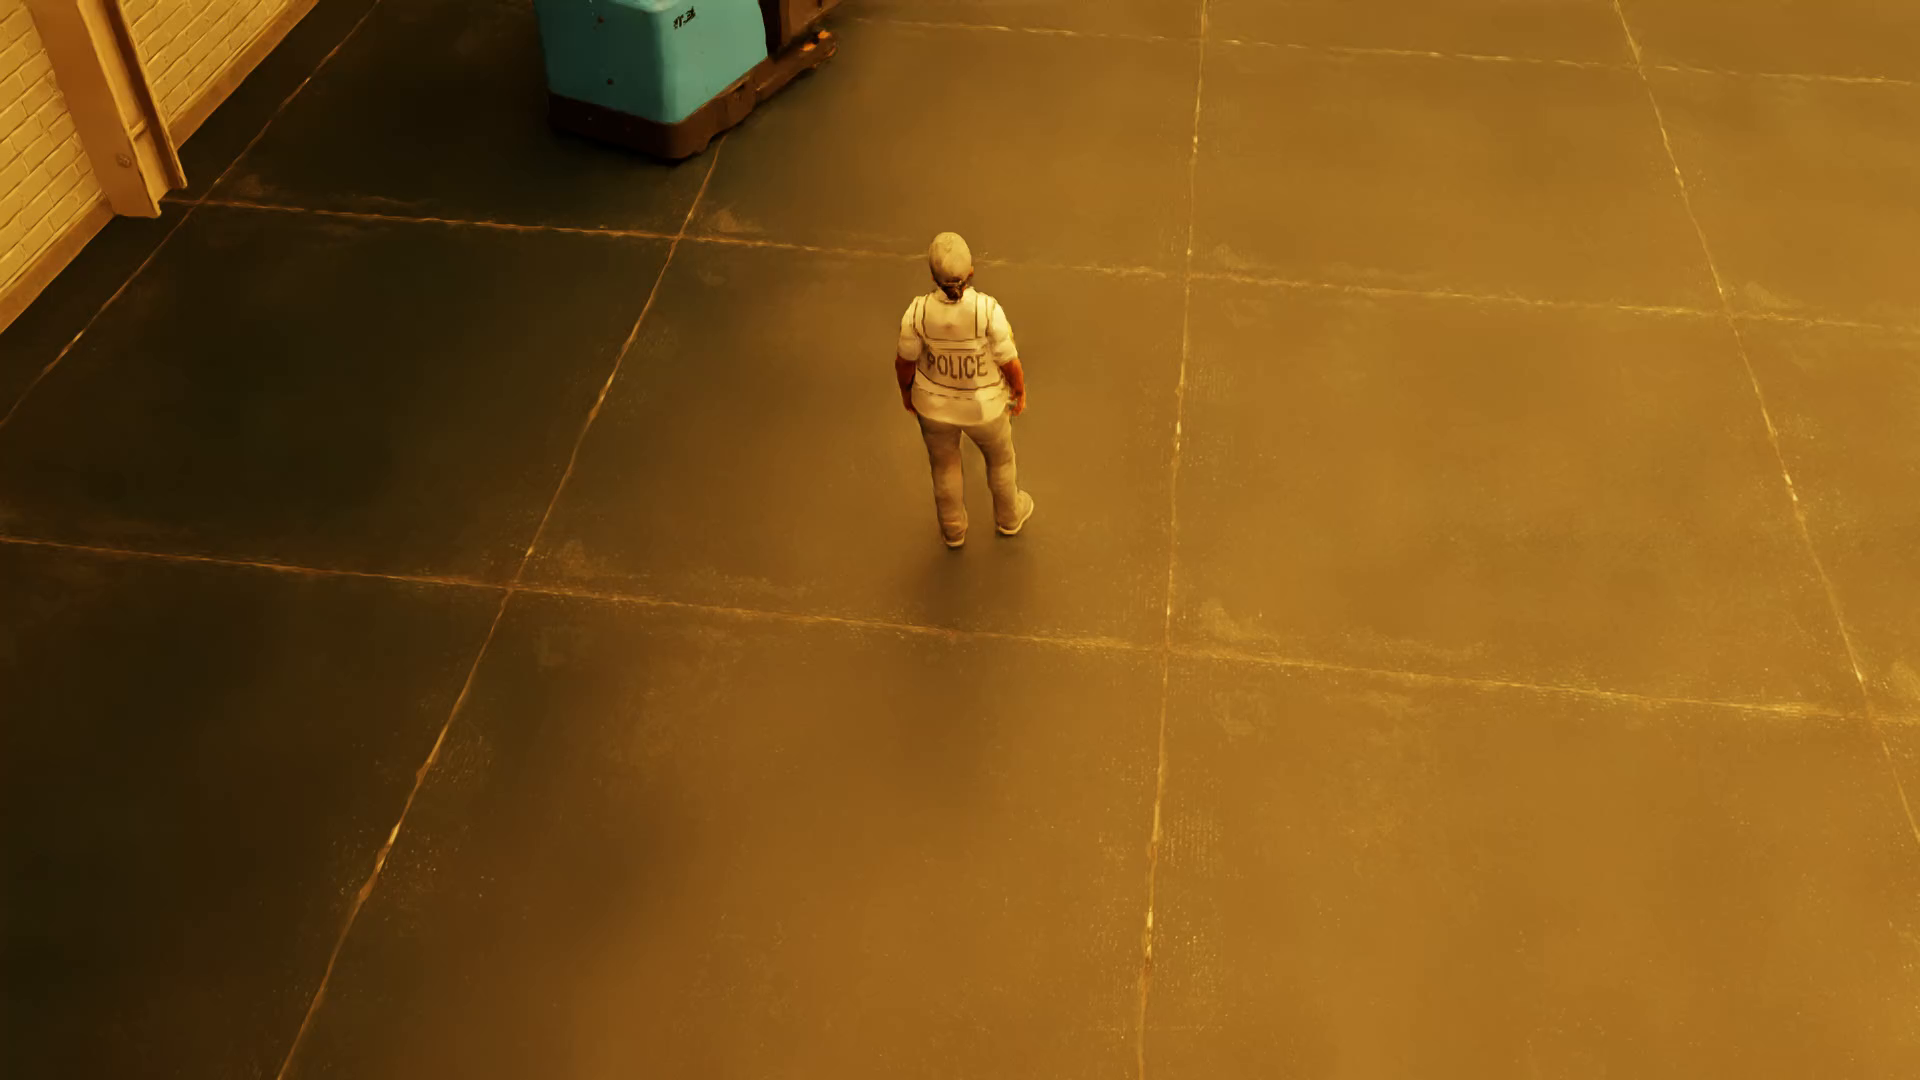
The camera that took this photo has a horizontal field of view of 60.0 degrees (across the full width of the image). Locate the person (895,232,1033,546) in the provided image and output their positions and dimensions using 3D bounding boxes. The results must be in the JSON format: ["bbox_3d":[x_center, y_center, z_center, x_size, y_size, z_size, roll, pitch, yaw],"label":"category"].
[{"bbox_3d":[0.033,-0.669,7.376,0.598,1.669,0.529,5,43,6],"label":"person"}]

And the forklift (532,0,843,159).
[{"bbox_3d":[-1.503,-4.449,10.567,1.130,2.935,3.031,19,46,20],"label":"forklift"}]
